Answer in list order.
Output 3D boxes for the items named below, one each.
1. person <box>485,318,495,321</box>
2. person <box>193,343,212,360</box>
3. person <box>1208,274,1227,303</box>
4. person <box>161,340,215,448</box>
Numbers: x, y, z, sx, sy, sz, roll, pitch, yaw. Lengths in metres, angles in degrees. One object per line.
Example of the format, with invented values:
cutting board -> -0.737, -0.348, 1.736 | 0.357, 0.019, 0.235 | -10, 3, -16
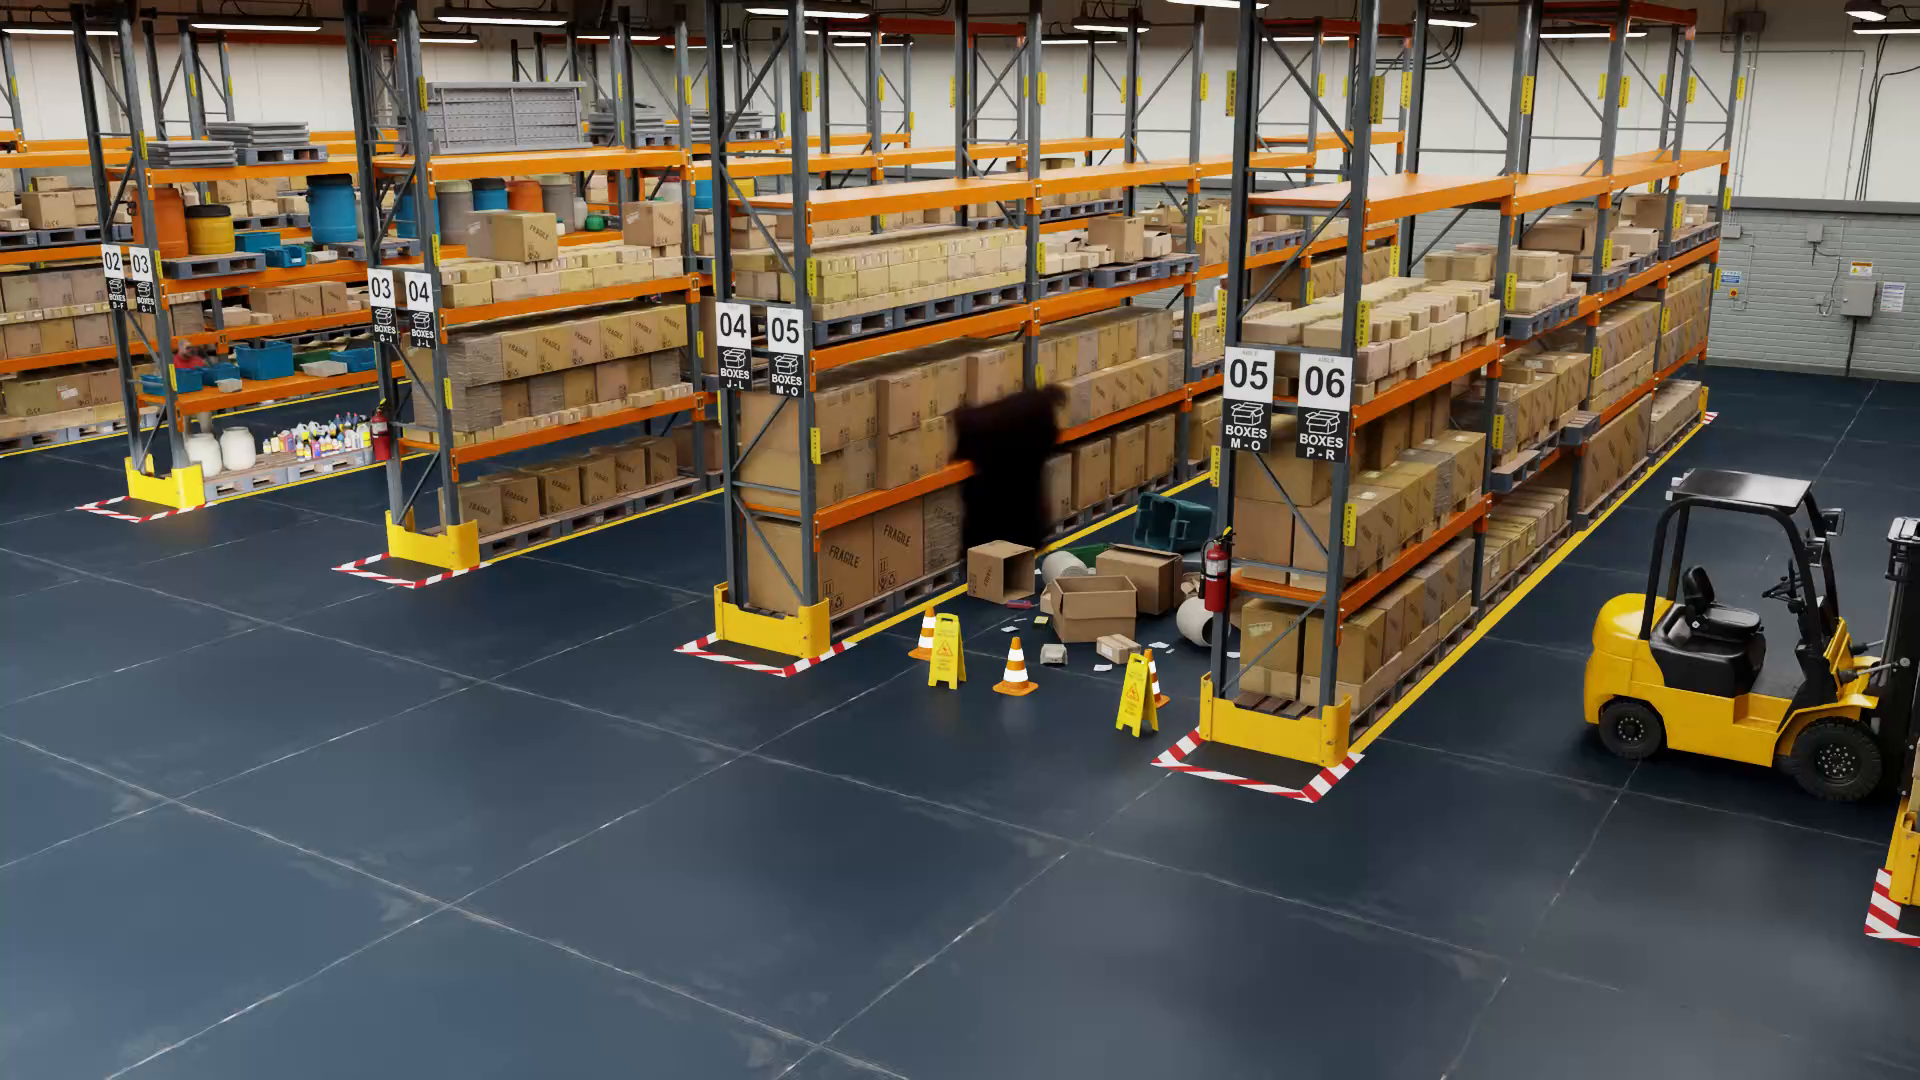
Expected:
person -> -8.008, -3.633, 29.086 | 0.663, 1.745, 0.945 | 7, 17, 24
person -> -13.616, -3.756, 29.590 | 0.411, 1.692, 0.457 | 0, 16, 0
person -> 4.734, -3.976, 30.216 | 0.661, 1.782, 0.539 | 0, 16, 1
person -> -10.630, -1.892, 22.915 | 0.641, 1.760, 0.477 | -6, 17, -21
